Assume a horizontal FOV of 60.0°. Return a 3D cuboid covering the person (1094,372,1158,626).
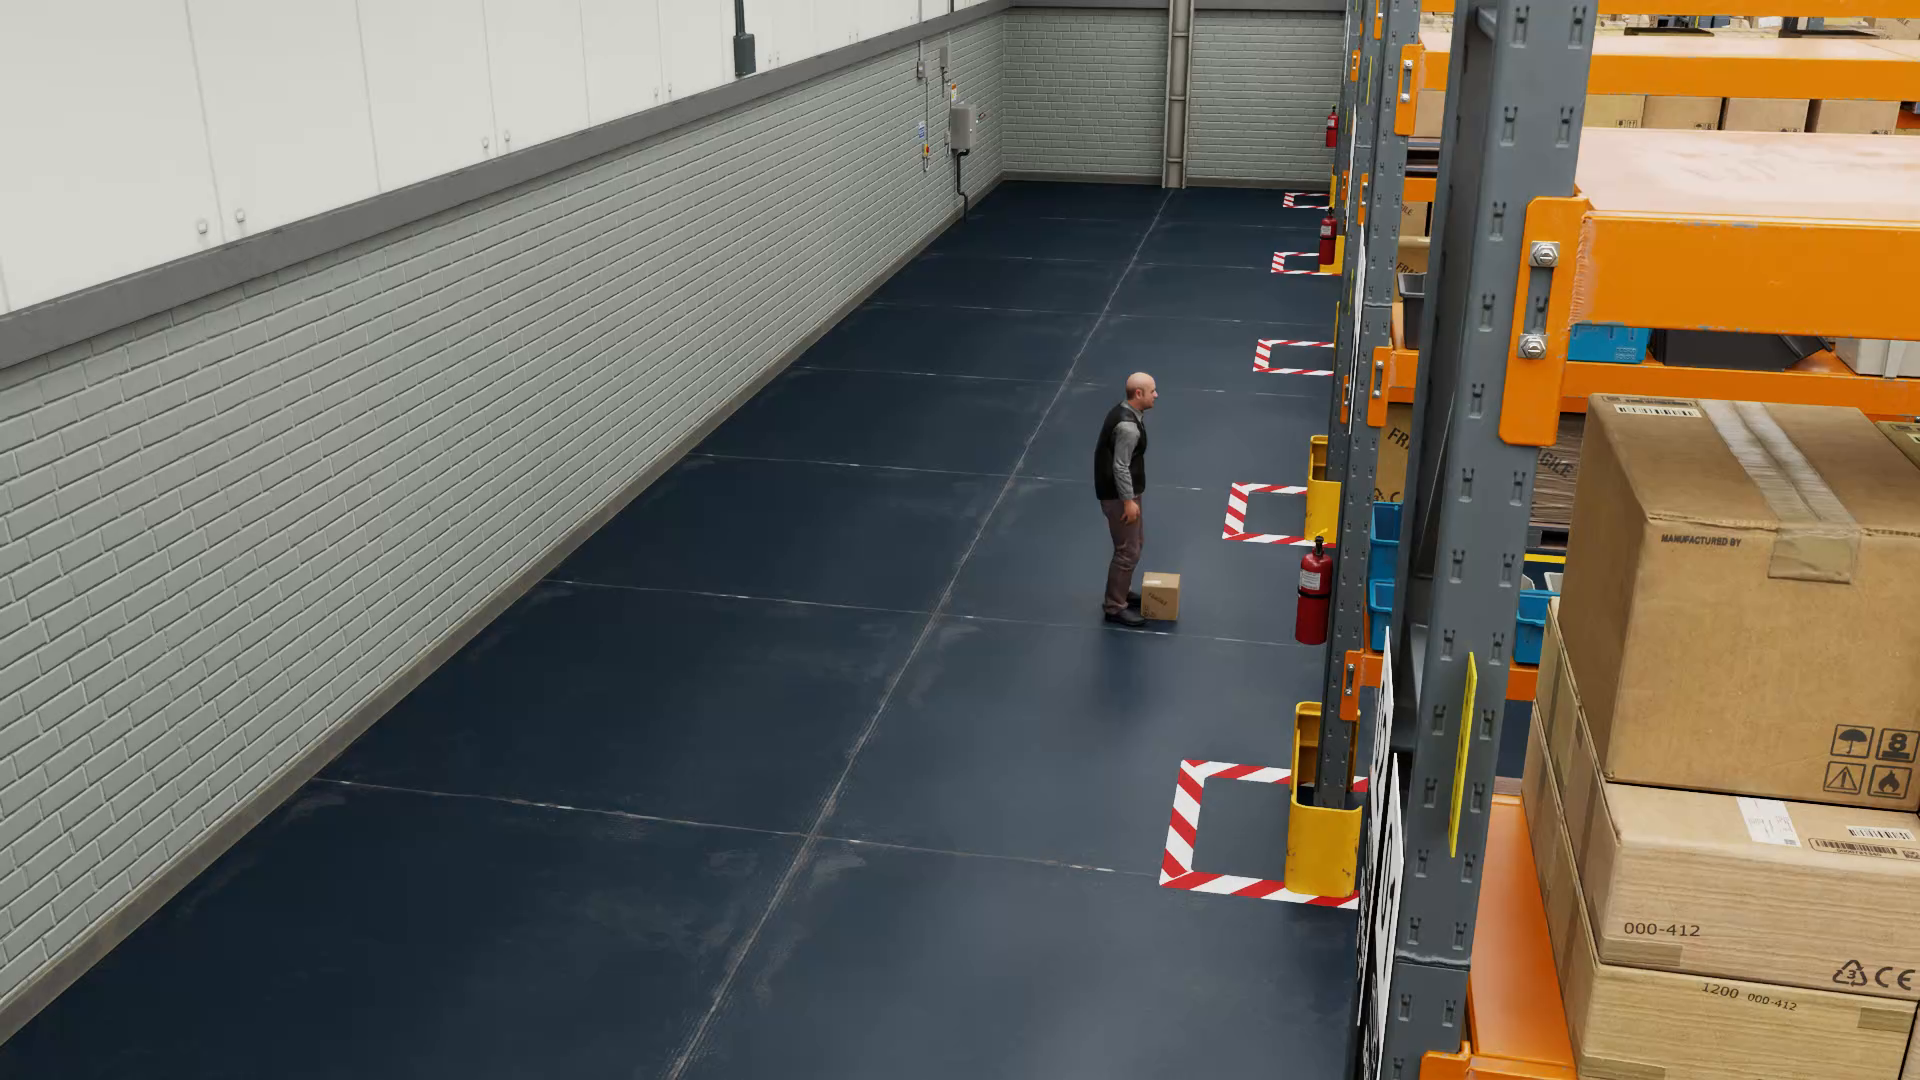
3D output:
[{"bbox_3d":[1.126,-0.311,11.412,0.426,1.720,0.591,3,22,8],"label":"person"}]
